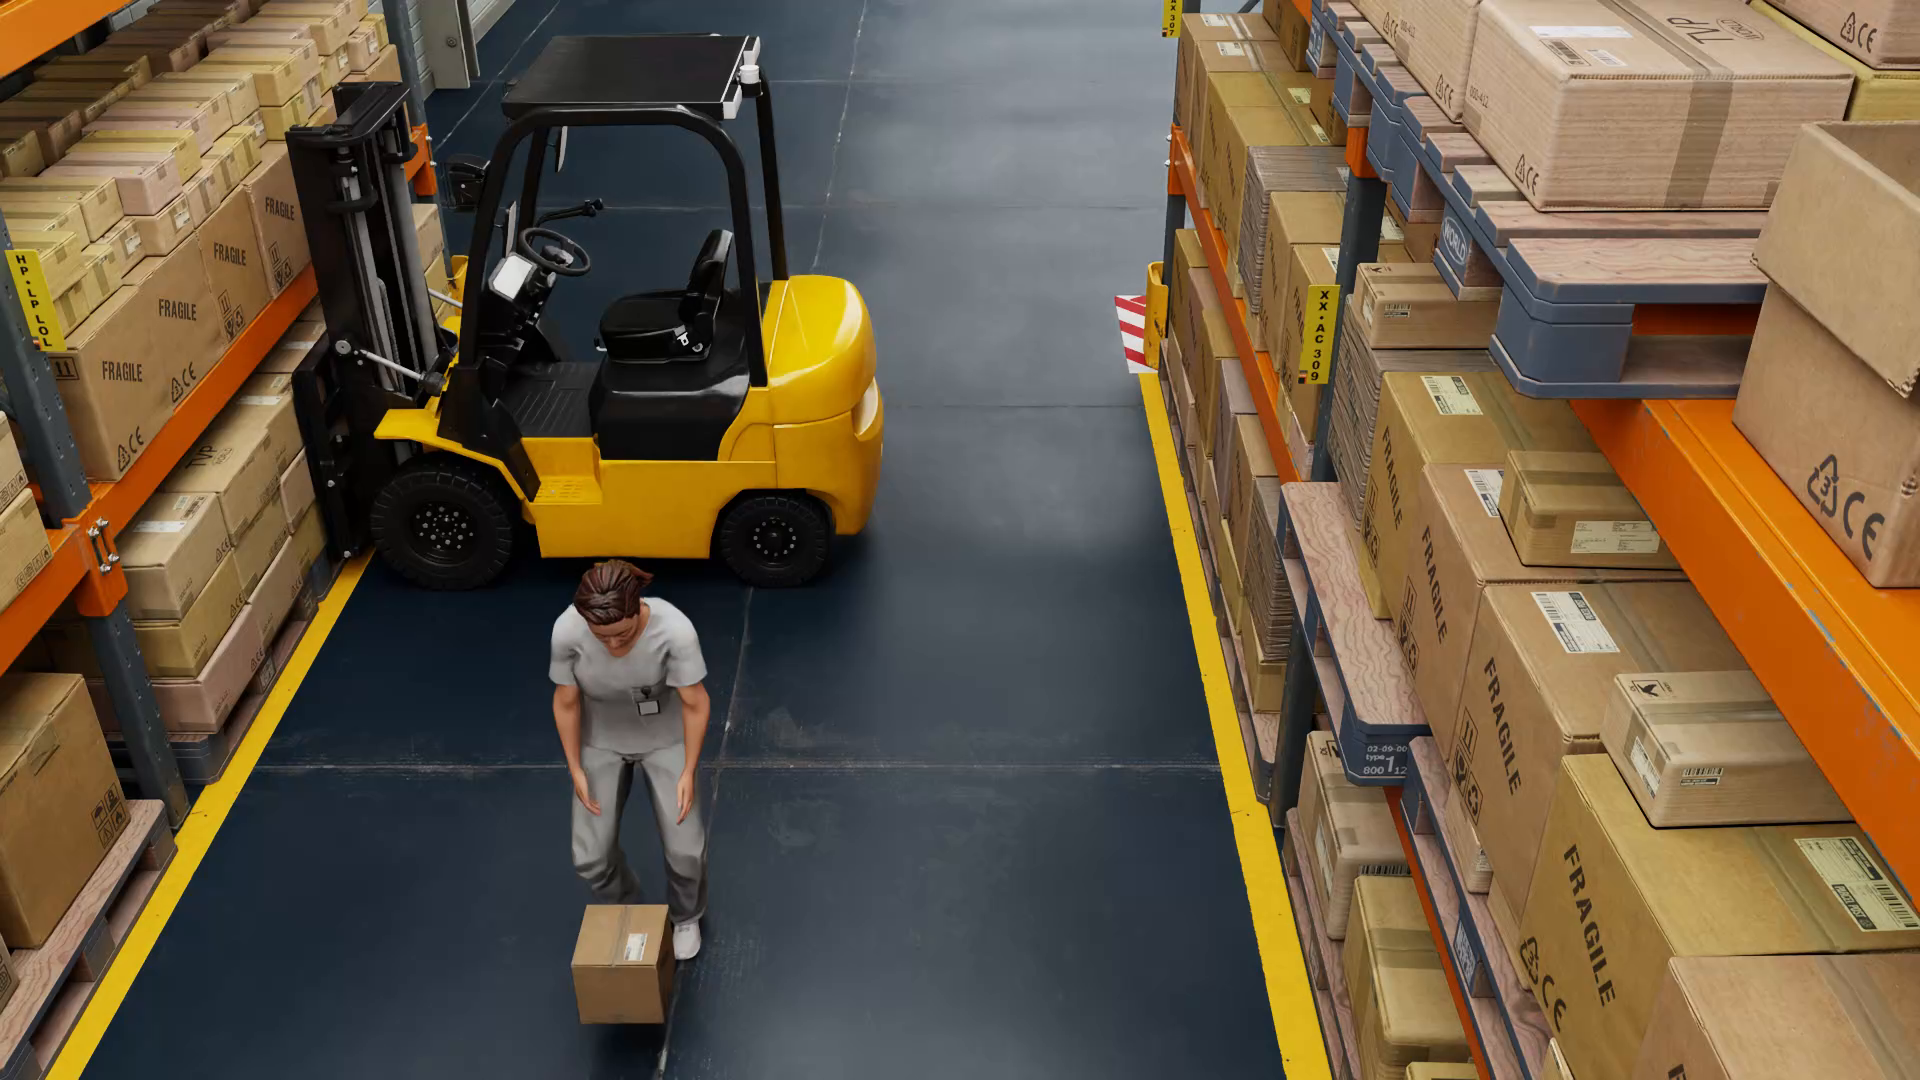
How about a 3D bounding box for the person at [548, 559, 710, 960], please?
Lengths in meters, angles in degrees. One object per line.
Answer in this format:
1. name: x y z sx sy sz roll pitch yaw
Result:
1. person: -0.995 0.669 5.174 0.478 1.556 0.489 0 32 1
